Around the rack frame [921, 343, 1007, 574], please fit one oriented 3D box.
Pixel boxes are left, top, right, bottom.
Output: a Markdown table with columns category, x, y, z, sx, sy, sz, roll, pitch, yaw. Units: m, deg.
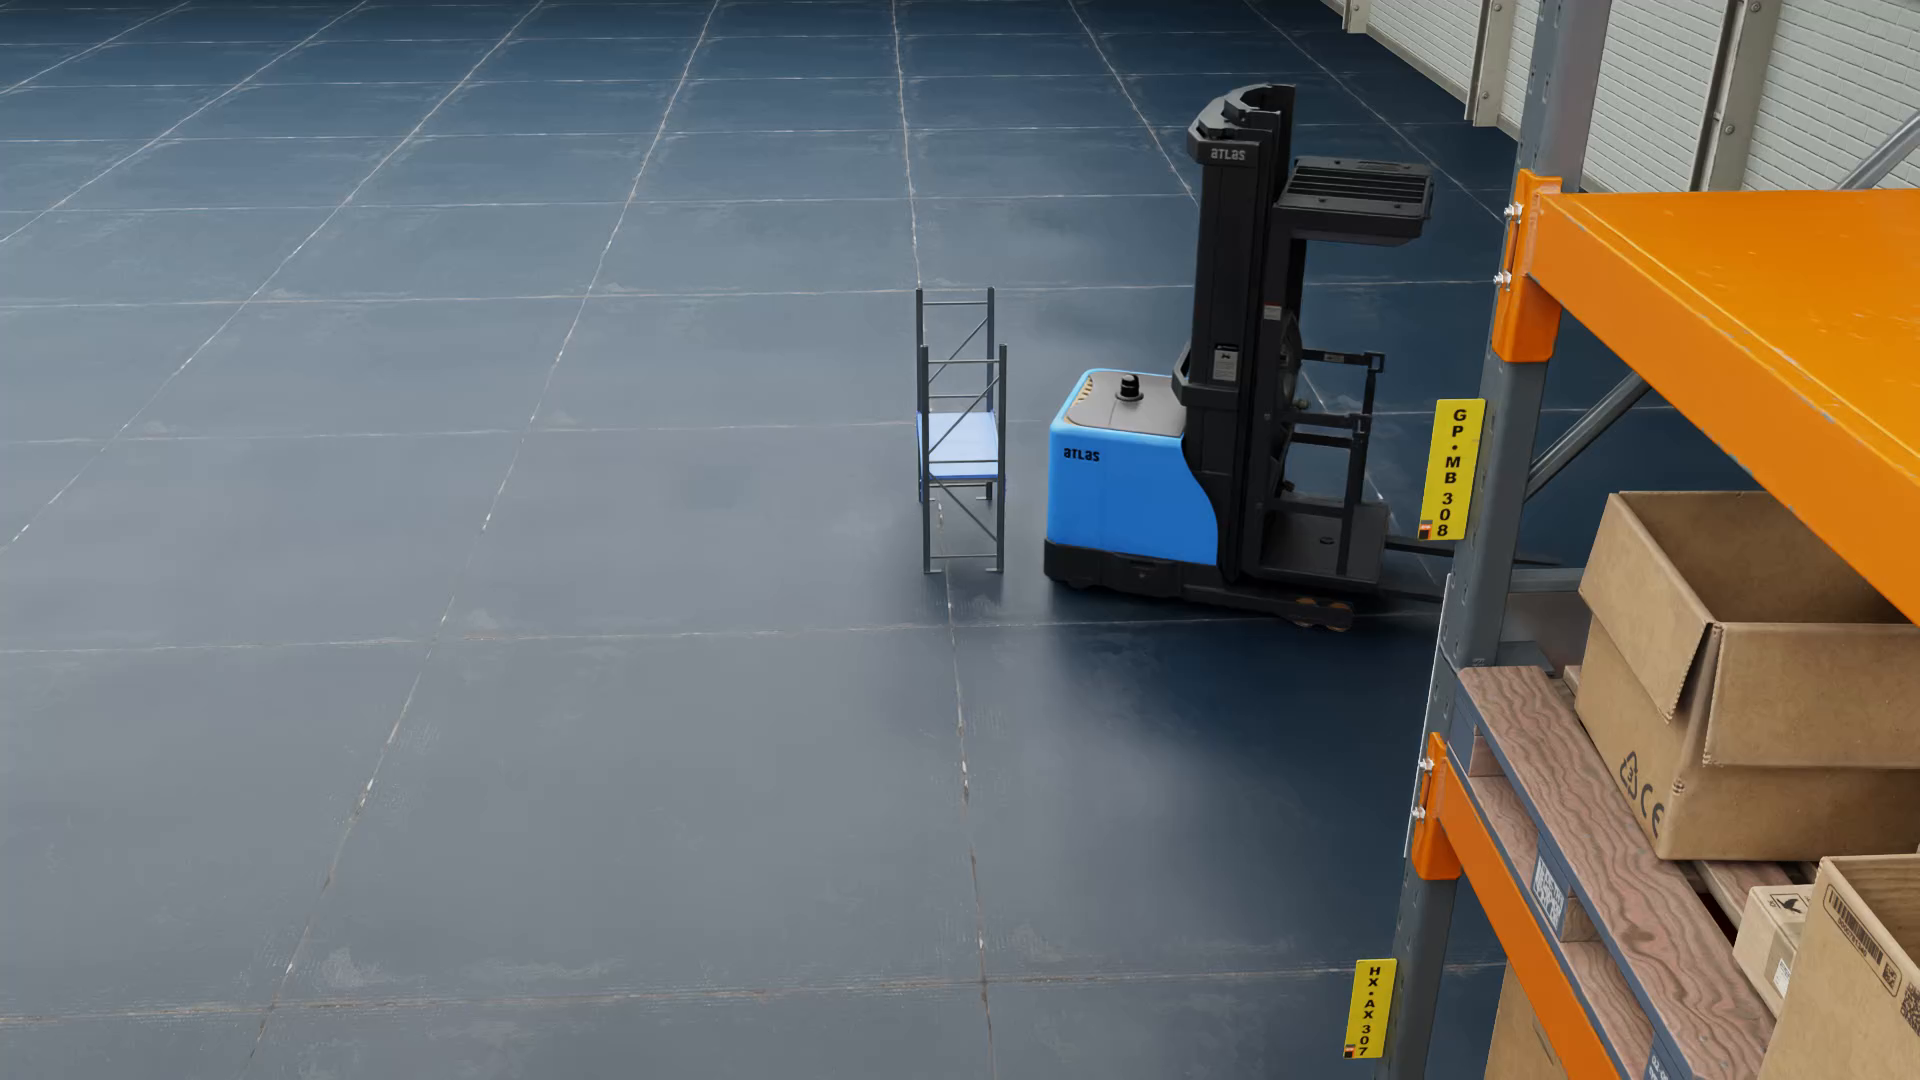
| category | x | y | z | sx | sy | sz | roll | pitch | yaw |
| --- | --- | --- | --- | --- | --- | --- | --- | --- | --- |
| rack frame | 0.022 | -0.470 | 10.029 | 0.500 | 1.500 | 0.032 | -1 | 28 | -3 |

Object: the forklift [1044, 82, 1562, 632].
| category | x | y | z | sx | sy | sz | roll | pitch | yaw |
| --- | --- | --- | --- | --- | --- | --- | --- | --- | --- |
| forklift | 2.089 | -1.038 | 9.571 | 3.031 | 2.935 | 1.130 | 8 | 29 | 15 |

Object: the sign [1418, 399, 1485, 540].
| category | x | y | z | sx | sy | sz | roll | pitch | yaw |
| --- | --- | --- | --- | --- | --- | --- | --- | --- | --- |
| sign | 1.036 | -0.146 | 3.511 | 0.100 | 0.325 | 0.005 | -1 | 28 | -3 |

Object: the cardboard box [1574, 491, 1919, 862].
| category | x | y | z | sx | sy | sz | roll | pitch | yaw |
| --- | --- | --- | --- | --- | --- | --- | --- | --- | --- |
| cardboard box | 1.617 | 0.238 | 3.090 | 0.797 | 0.503 | 0.637 | 0 | 28 | 1 |

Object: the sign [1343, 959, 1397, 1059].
| category | x | y | z | sx | sy | sz | roll | pitch | yaw |
| --- | --- | --- | --- | --- | --- | --- | --- | --- | --- |
| sign | 1.036 | 1.188 | 4.207 | 0.100 | 0.325 | 0.005 | -1 | 28 | -3 |

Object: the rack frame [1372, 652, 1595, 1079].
| category | x | y | z | sx | sy | sz | roll | pitch | yaw |
| --- | --- | --- | --- | --- | --- | --- | --- | --- | --- |
| rack frame | 1.591 | 1.596 | 4.446 | 1.000 | 3.000 | 0.127 | -1 | 28 | -3 |

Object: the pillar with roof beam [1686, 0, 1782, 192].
| category | x | y | z | sx | sy | sz | roll | pitch | yaw |
| --- | --- | --- | --- | --- | --- | --- | --- | --- | --- |
| pillar with roof beam | 2.512 | -6.320 | 13.137 | 9.100 | 9.000 | 0.400 | -1 | 28 | -3 |

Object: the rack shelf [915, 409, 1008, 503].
| category | x | y | z | sx | sy | sz | roll | pitch | yaw |
| --- | --- | --- | --- | --- | --- | --- | --- | --- | --- |
| rack shelf | -0.004 | -0.545 | 10.562 | 0.538 | 0.185 | 1.000 | -1 | 28 | -3 |

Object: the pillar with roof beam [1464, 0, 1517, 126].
| category | x | y | z | sx | sy | sz | roll | pitch | yaw |
| --- | --- | --- | --- | --- | --- | --- | --- | --- | --- |
| pillar with roof beam | 2.199 | -9.091 | 18.450 | 9.100 | 9.000 | 0.400 | -1 | 28 | -3 |

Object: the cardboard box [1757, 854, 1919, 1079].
| category | x | y | z | sx | sy | sz | roll | pitch | yaw |
| --- | --- | --- | --- | --- | --- | --- | --- | --- | --- |
| cardboard box | 1.405 | 0.747 | 2.116 | 0.500 | 0.500 | 0.500 | -1 | 28 | -3 |

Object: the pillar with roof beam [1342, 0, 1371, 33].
| category | x | y | z | sx | sy | sz | roll | pitch | yaw |
| --- | --- | --- | --- | --- | --- | --- | --- | --- | --- |
| pillar with roof beam | 1.886 | -11.862 | 23.763 | 9.100 | 9.000 | 0.400 | -1 | 28 | -3 |

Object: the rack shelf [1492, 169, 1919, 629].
| category | x | y | z | sx | sy | sz | roll | pitch | yaw |
| --- | --- | --- | --- | --- | --- | --- | --- | --- | --- |
| rack shelf | 1.695 | 0.356 | 1.547 | 1.077 | 0.370 | 4.000 | -1 | 28 | -3 |

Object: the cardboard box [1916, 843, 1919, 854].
| category | x | y | z | sx | sy | sz | roll | pitch | yaw |
| --- | --- | --- | --- | --- | --- | --- | --- | --- | --- |
| cardboard box | 1.914 | 0.610 | 2.650 | 0.500 | 0.250 | 0.500 | -1 | 28 | -3 |

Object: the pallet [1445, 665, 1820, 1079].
| category | x | y | z | sx | sy | sz | roll | pitch | yaw |
| --- | --- | --- | --- | --- | --- | --- | --- | --- | --- |
| pallet | 1.602 | 0.633 | 3.145 | 1.003 | 0.211 | 1.213 | -1 | 28 | -3 |

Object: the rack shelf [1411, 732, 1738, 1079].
| category | x | y | z | sx | sy | sz | roll | pitch | yaw |
| --- | --- | --- | --- | --- | --- | --- | --- | --- | --- |
| rack shelf | 1.695 | 1.509 | 2.148 | 1.077 | 0.370 | 4.000 | -1 | 28 | -3 |

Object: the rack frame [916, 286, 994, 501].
| category | x | y | z | sx | sy | sz | roll | pitch | yaw |
| --- | --- | --- | --- | --- | --- | --- | --- | --- | --- |
| rack frame | -0.031 | -0.939 | 10.929 | 0.500 | 1.500 | 0.032 | -1 | 28 | -3 |

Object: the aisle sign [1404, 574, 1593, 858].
| category | x | y | z | sx | sy | sz | roll | pitch | yaw |
| --- | --- | --- | --- | --- | --- | --- | --- | --- | --- |
| aisle sign | 1.282 | 0.421 | 3.889 | 0.394 | 0.787 | 0.004 | -1 | 28 | -3 |

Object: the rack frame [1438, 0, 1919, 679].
| category | x | y | z | sx | sy | sz | roll | pitch | yaw |
| --- | --- | --- | --- | --- | --- | --- | --- | --- | --- |
| rack frame | 1.591 | -1.064 | 3.059 | 1.000 | 3.000 | 0.127 | -1 | 28 | -3 |

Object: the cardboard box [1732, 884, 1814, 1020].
| category | x | y | z | sx | sy | sz | roll | pitch | yaw |
| --- | --- | --- | --- | --- | --- | --- | --- | --- | --- |
| cardboard box | 1.476 | 0.677 | 2.631 | 0.380 | 0.149 | 0.250 | -1 | 28 | -3 |

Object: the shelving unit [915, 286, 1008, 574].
| category | x | y | z | sx | sy | sz | roll | pitch | yaw |
| --- | --- | --- | --- | --- | --- | --- | --- | --- | --- |
| shelving unit | -0.004 | -0.704 | 10.479 | 0.538 | 1.500 | 1.048 | -1 | 28 | -3 |

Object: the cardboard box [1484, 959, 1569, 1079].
| category | x | y | z | sx | sy | sz | roll | pitch | yaw |
| --- | --- | --- | --- | --- | --- | --- | --- | --- | --- |
| cardboard box | 1.605 | 1.217 | 3.662 | 0.700 | 0.500 | 0.500 | -1 | 28 | -2 |
